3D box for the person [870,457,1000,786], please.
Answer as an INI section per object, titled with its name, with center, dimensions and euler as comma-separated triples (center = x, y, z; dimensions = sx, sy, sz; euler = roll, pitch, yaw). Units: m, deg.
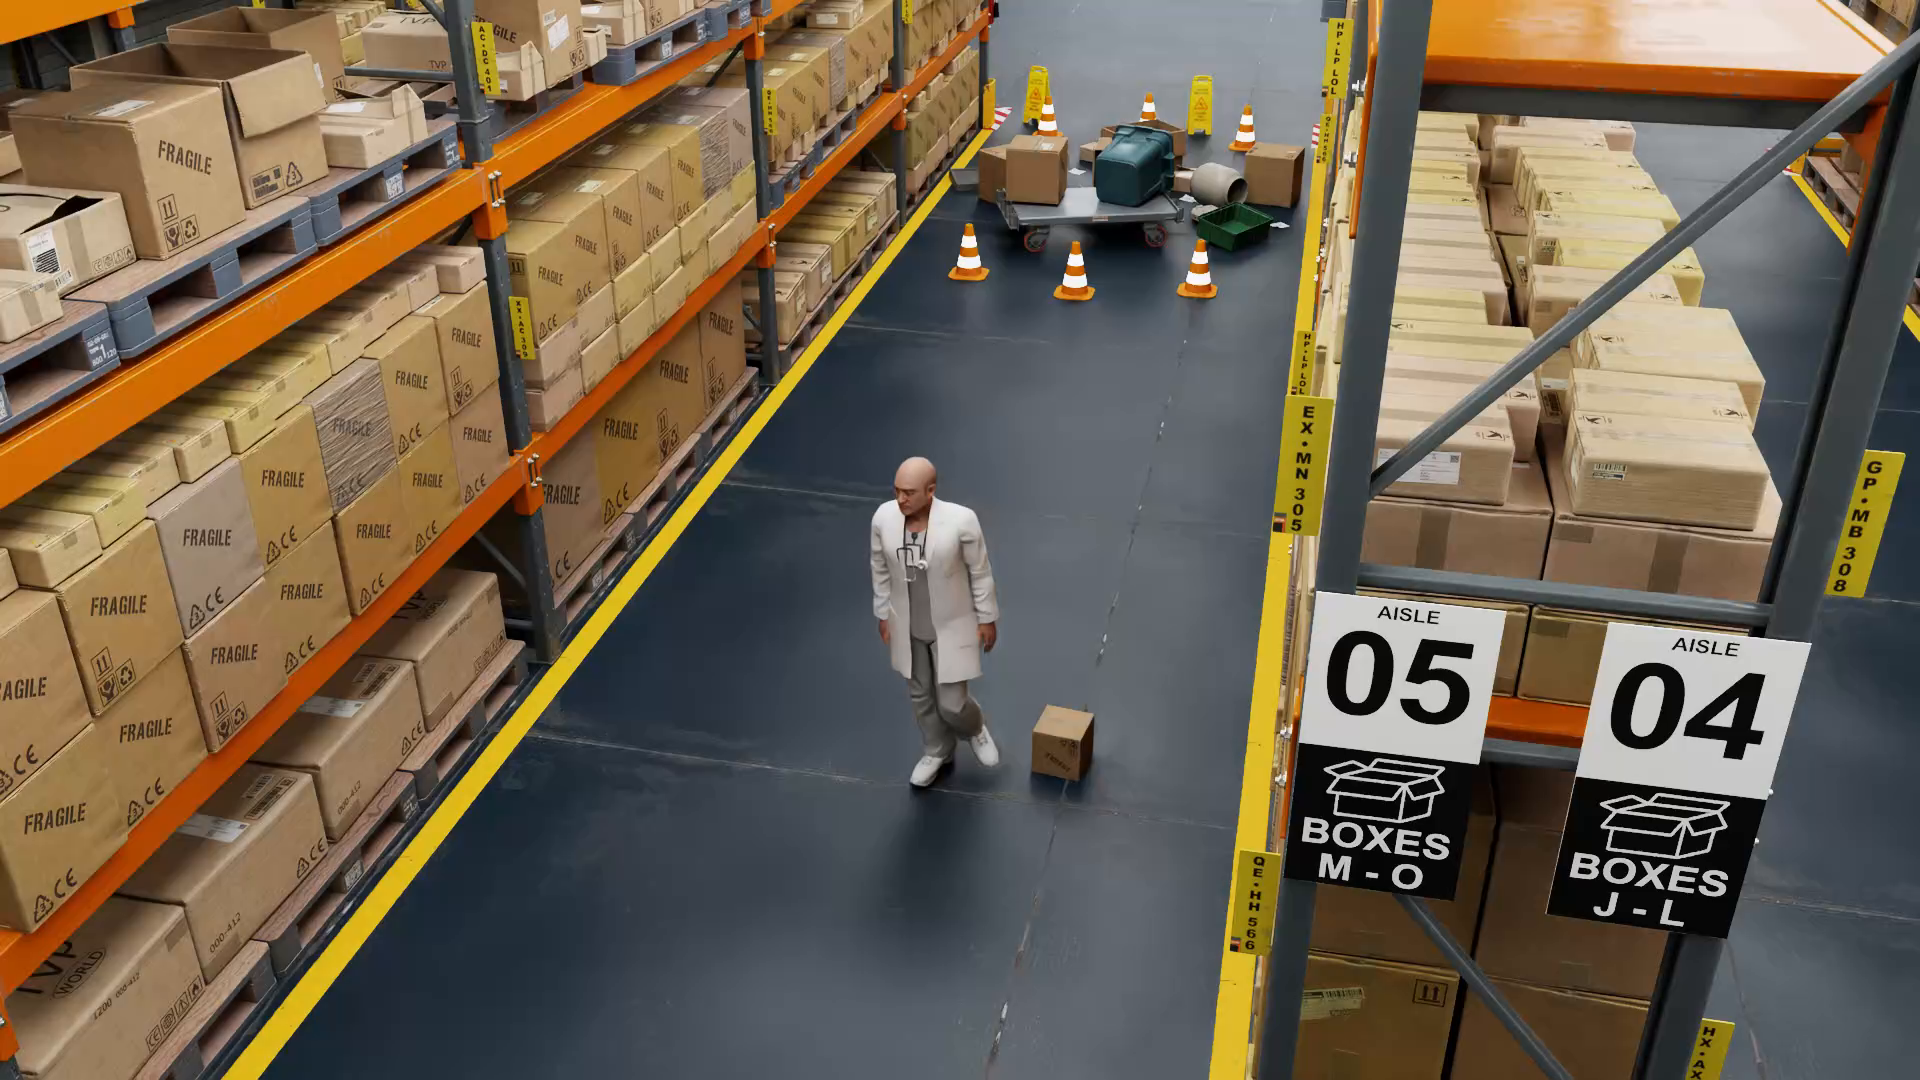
[person]
center = -0.121, 0.379, 7.912
dimensions = 0.621, 1.770, 0.552
euler = 11, 30, 19
